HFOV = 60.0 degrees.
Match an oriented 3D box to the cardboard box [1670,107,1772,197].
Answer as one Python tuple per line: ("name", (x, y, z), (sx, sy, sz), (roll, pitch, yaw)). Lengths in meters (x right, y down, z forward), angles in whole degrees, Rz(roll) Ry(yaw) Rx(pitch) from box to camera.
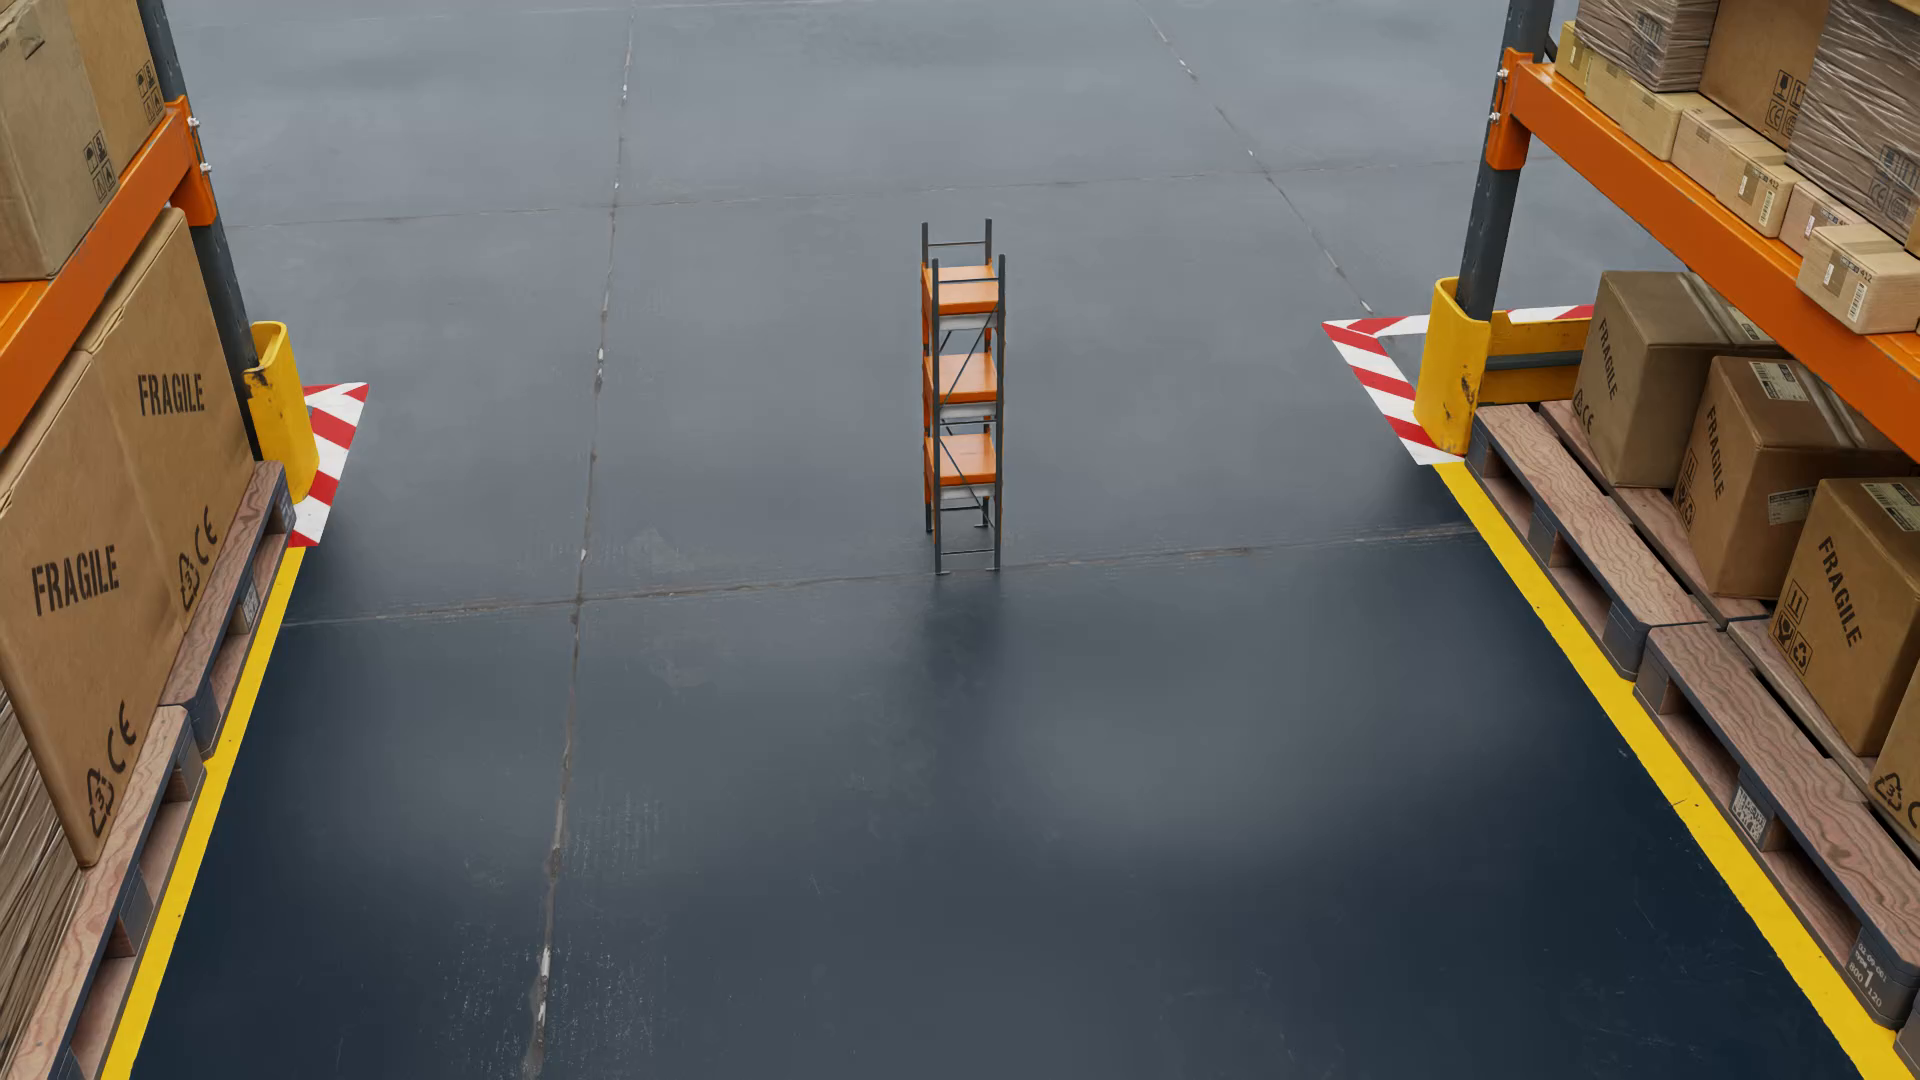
("cardboard box", (2.084, -1.008, 4.288), (0.380, 0.149, 0.250), (-4, 35, -6))

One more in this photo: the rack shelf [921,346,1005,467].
("rack shelf", (0.007, -0.395, 4.916), (0.215, 0.259, 0.240), (-4, 35, -6))

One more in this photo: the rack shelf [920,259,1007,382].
("rack shelf", (0.007, -0.630, 4.757), (0.215, 0.259, 0.240), (-4, 35, -6))

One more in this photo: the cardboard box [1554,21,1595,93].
("cardboard box", (1.996, -1.427, 4.904), (0.380, 0.149, 0.250), (-4, 35, -6))

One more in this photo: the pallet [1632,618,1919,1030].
("pallet", (2.439, 0.622, 4.150), (1.003, 0.211, 1.213), (-4, 35, -6))

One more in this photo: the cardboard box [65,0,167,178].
("cardboard box", (-2.640, -1.247, 4.283), (0.875, 0.550, 0.550), (-4, 35, -6))

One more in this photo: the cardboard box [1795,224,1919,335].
("cardboard box", (2.102, -0.583, 3.665), (0.380, 0.149, 0.250), (-4, 35, -6))

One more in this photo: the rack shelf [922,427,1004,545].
("rack shelf", (0.007, -0.166, 5.073), (0.215, 0.259, 0.240), (-4, 35, -6))

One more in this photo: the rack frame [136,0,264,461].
("rack frame", (-2.735, -1.389, 4.624), (1.000, 3.000, 0.127), (-4, 35, -6))

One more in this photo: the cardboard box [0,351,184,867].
("cardboard box", (-2.458, 0.180, 3.836), (0.875, 0.875, 0.875), (-5, 35, -7))

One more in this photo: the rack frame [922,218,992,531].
("rack frame", (-0.009, -0.472, 5.010), (0.200, 1.050, 0.008), (-4, 35, -6))

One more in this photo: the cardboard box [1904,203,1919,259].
("cardboard box", (2.507, -0.731, 3.307), (0.875, 0.500, 0.500), (-4, 35, -6))

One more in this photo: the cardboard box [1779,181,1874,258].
("cardboard box", (2.171, -0.730, 3.881), (0.380, 0.149, 0.250), (-4, 35, -6))

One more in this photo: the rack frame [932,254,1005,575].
("rack frame", (0.024, -0.336, 4.811), (0.200, 1.050, 0.008), (-4, 35, -6))

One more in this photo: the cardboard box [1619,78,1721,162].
("cardboard box", (2.029, -1.146, 4.491), (0.380, 0.149, 0.250), (-4, 35, -6))

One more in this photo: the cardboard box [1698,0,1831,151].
("cardboard box", (2.427, -1.293, 4.132), (0.875, 0.500, 0.500), (-4, 35, -6))

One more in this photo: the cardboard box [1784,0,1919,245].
("cardboard box", (2.451, -1.011, 3.717), (0.875, 0.500, 0.500), (-4, 35, -6))

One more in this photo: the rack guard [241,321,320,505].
("rack guard", (-2.738, -0.369, 5.348), (1.175, 0.500, 0.348), (-4, 35, -6))

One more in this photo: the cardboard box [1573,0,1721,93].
("cardboard box", (2.241, -1.563, 4.528), (0.875, 0.500, 0.500), (-4, 35, -6))

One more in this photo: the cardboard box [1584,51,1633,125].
("cardboard box", (2.011, -1.286, 4.697), (0.380, 0.149, 0.250), (-4, 35, -6))

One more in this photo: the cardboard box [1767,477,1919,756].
("cardboard box", (2.441, 0.183, 4.165), (0.500, 0.500, 0.500), (-1, 34, -2))

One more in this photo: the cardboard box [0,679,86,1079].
("cardboard box", (-2.337, 0.689, 3.090), (0.875, 0.875, 0.875), (-4, 34, -6))

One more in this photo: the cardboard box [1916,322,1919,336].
("cardboard box", (2.267, -0.453, 3.475), (0.380, 0.149, 0.250), (-4, 35, -6))

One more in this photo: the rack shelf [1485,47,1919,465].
("rack shelf", (2.463, -0.295, 3.658), (1.077, 0.370, 4.000), (-4, 35, -6))

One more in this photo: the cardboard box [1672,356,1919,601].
("cardboard box", (2.376, -0.168, 4.680), (0.500, 0.500, 0.500), (4, 35, 6))

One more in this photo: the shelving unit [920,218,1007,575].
("shelving unit", (0.007, -0.404, 4.911), (0.215, 1.050, 0.252), (-4, 35, -6))

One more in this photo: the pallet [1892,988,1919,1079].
("pallet", (2.607, 1.304, 3.149), (1.003, 0.211, 1.213), (-4, 35, -6))

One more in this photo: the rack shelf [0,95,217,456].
("rack shelf", (-2.466, 0.024, 3.189), (1.077, 0.370, 4.000), (-4, 35, -6))

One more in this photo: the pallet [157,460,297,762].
("pallet", (-2.550, 0.204, 4.764), (1.003, 0.211, 1.213), (-4, 35, -6))

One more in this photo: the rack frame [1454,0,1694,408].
("rack frame", (2.194, -1.708, 5.093), (1.000, 3.000, 0.127), (-4, 35, -6))

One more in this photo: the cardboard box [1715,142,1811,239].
("cardboard box", (2.110, -0.868, 4.083), (0.380, 0.149, 0.250), (-4, 35, -6))

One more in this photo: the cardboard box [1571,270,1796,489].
("cardboard box", (2.261, -0.499, 5.165), (0.500, 0.500, 0.500), (2, 34, 2))

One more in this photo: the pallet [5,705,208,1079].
("pallet", (-2.389, 0.883, 3.767), (1.003, 0.211, 1.213), (-4, 35, -6))

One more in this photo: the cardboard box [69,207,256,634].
("cardboard box", (-2.578, -0.311, 4.557), (0.875, 0.875, 0.875), (-4, 34, -6))

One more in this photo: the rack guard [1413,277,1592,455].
("rack guard", (2.204, -0.633, 5.735), (1.175, 0.500, 0.348), (-4, 35, -6))

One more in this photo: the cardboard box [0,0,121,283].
("cardboard box", (-2.544, -0.942, 3.835), (0.875, 0.550, 0.550), (-4, 35, -6))

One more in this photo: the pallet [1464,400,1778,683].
("pallet", (2.278, -0.057, 5.147), (1.003, 0.211, 1.213), (-4, 35, -6))

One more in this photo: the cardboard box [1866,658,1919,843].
("cardboard box", (2.472, 0.498, 3.703), (0.500, 0.500, 0.500), (-7, 35, -11))
